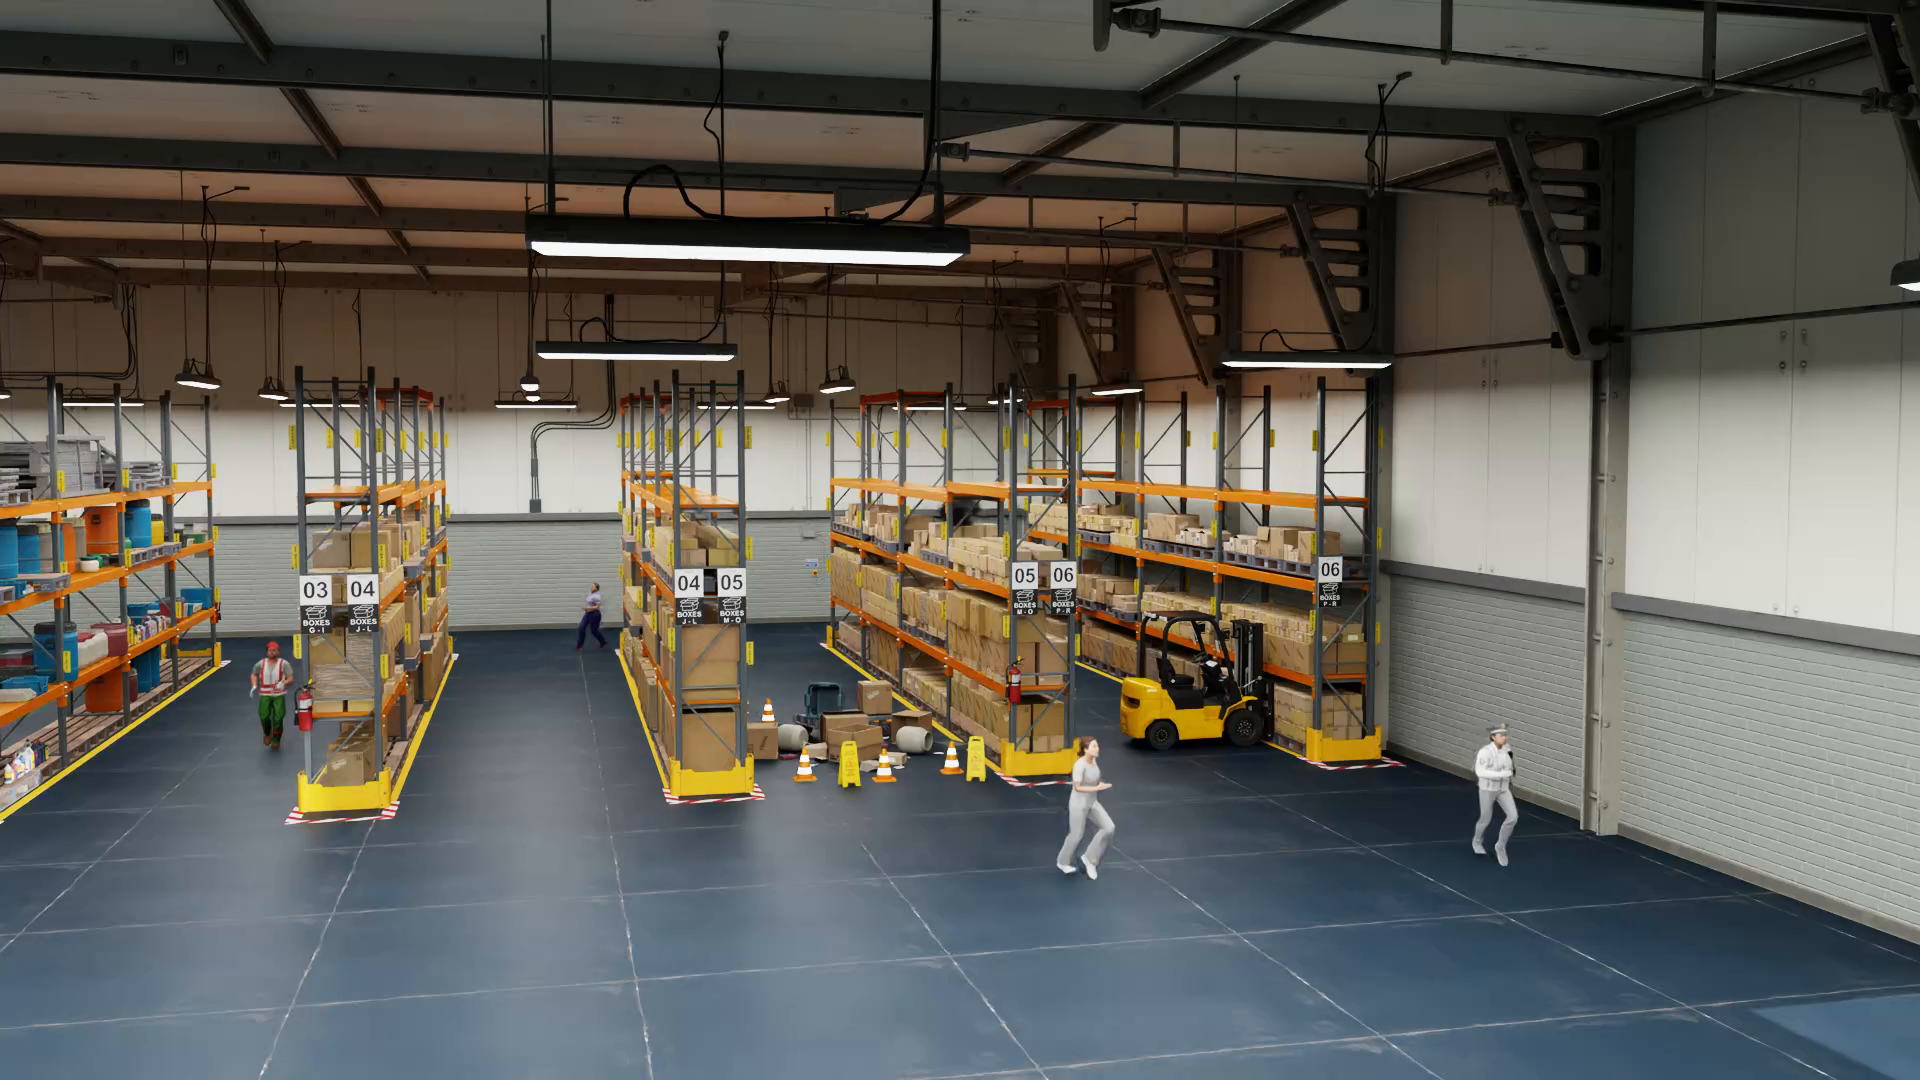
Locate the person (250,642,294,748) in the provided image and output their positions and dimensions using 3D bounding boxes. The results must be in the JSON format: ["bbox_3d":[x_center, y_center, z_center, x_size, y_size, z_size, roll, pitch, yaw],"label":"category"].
[{"bbox_3d":[-11.100,2.516,26.819,0.661,1.739,0.589,-1,4,-18],"label":"person"}]

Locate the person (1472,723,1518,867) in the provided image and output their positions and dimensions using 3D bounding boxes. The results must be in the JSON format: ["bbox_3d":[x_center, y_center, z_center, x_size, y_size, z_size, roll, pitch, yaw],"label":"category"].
[{"bbox_3d":[6.342,2.985,19.726,0.639,1.700,0.804,-1,4,-17],"label":"person"}]

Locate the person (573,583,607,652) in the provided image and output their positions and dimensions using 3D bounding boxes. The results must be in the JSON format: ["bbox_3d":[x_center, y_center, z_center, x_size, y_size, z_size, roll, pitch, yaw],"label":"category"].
[{"bbox_3d":[-8.729,1.833,39.474,0.861,1.630,0.615,-3,4,-40],"label":"person"}]

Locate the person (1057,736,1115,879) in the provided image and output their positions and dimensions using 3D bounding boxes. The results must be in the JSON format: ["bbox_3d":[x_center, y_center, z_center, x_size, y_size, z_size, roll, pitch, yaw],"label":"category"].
[{"bbox_3d":[1.419,3.032,18.946,0.791,1.645,0.591,3,4,38],"label":"person"}]
